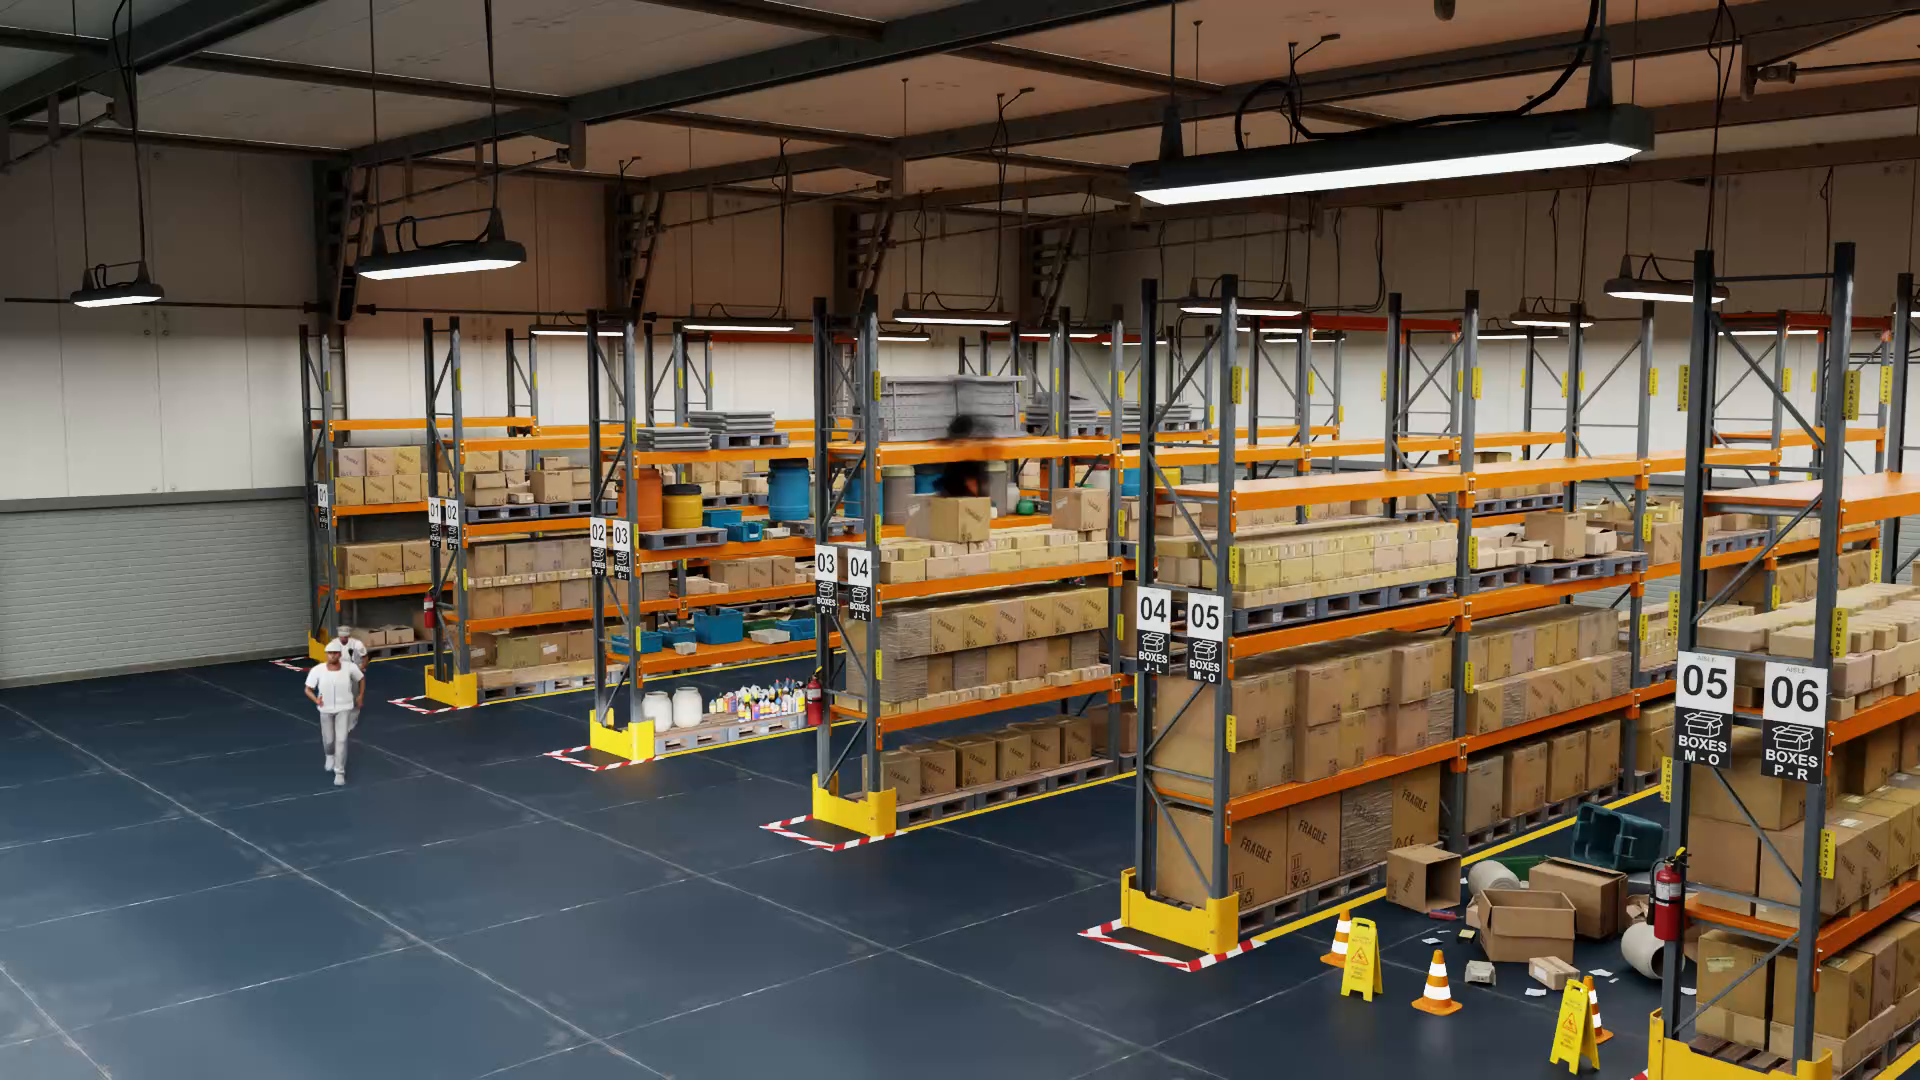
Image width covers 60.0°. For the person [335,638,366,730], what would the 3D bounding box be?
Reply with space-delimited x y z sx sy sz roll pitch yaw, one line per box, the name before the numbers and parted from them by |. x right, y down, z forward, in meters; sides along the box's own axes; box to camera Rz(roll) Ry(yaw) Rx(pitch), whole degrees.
person | -8.895 2.067 24.384 0.410 1.384 0.876 -1 6 -6

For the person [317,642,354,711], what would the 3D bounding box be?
person | -7.909 1.719 21.021 0.436 0.876 0.357 -2 6 -19
